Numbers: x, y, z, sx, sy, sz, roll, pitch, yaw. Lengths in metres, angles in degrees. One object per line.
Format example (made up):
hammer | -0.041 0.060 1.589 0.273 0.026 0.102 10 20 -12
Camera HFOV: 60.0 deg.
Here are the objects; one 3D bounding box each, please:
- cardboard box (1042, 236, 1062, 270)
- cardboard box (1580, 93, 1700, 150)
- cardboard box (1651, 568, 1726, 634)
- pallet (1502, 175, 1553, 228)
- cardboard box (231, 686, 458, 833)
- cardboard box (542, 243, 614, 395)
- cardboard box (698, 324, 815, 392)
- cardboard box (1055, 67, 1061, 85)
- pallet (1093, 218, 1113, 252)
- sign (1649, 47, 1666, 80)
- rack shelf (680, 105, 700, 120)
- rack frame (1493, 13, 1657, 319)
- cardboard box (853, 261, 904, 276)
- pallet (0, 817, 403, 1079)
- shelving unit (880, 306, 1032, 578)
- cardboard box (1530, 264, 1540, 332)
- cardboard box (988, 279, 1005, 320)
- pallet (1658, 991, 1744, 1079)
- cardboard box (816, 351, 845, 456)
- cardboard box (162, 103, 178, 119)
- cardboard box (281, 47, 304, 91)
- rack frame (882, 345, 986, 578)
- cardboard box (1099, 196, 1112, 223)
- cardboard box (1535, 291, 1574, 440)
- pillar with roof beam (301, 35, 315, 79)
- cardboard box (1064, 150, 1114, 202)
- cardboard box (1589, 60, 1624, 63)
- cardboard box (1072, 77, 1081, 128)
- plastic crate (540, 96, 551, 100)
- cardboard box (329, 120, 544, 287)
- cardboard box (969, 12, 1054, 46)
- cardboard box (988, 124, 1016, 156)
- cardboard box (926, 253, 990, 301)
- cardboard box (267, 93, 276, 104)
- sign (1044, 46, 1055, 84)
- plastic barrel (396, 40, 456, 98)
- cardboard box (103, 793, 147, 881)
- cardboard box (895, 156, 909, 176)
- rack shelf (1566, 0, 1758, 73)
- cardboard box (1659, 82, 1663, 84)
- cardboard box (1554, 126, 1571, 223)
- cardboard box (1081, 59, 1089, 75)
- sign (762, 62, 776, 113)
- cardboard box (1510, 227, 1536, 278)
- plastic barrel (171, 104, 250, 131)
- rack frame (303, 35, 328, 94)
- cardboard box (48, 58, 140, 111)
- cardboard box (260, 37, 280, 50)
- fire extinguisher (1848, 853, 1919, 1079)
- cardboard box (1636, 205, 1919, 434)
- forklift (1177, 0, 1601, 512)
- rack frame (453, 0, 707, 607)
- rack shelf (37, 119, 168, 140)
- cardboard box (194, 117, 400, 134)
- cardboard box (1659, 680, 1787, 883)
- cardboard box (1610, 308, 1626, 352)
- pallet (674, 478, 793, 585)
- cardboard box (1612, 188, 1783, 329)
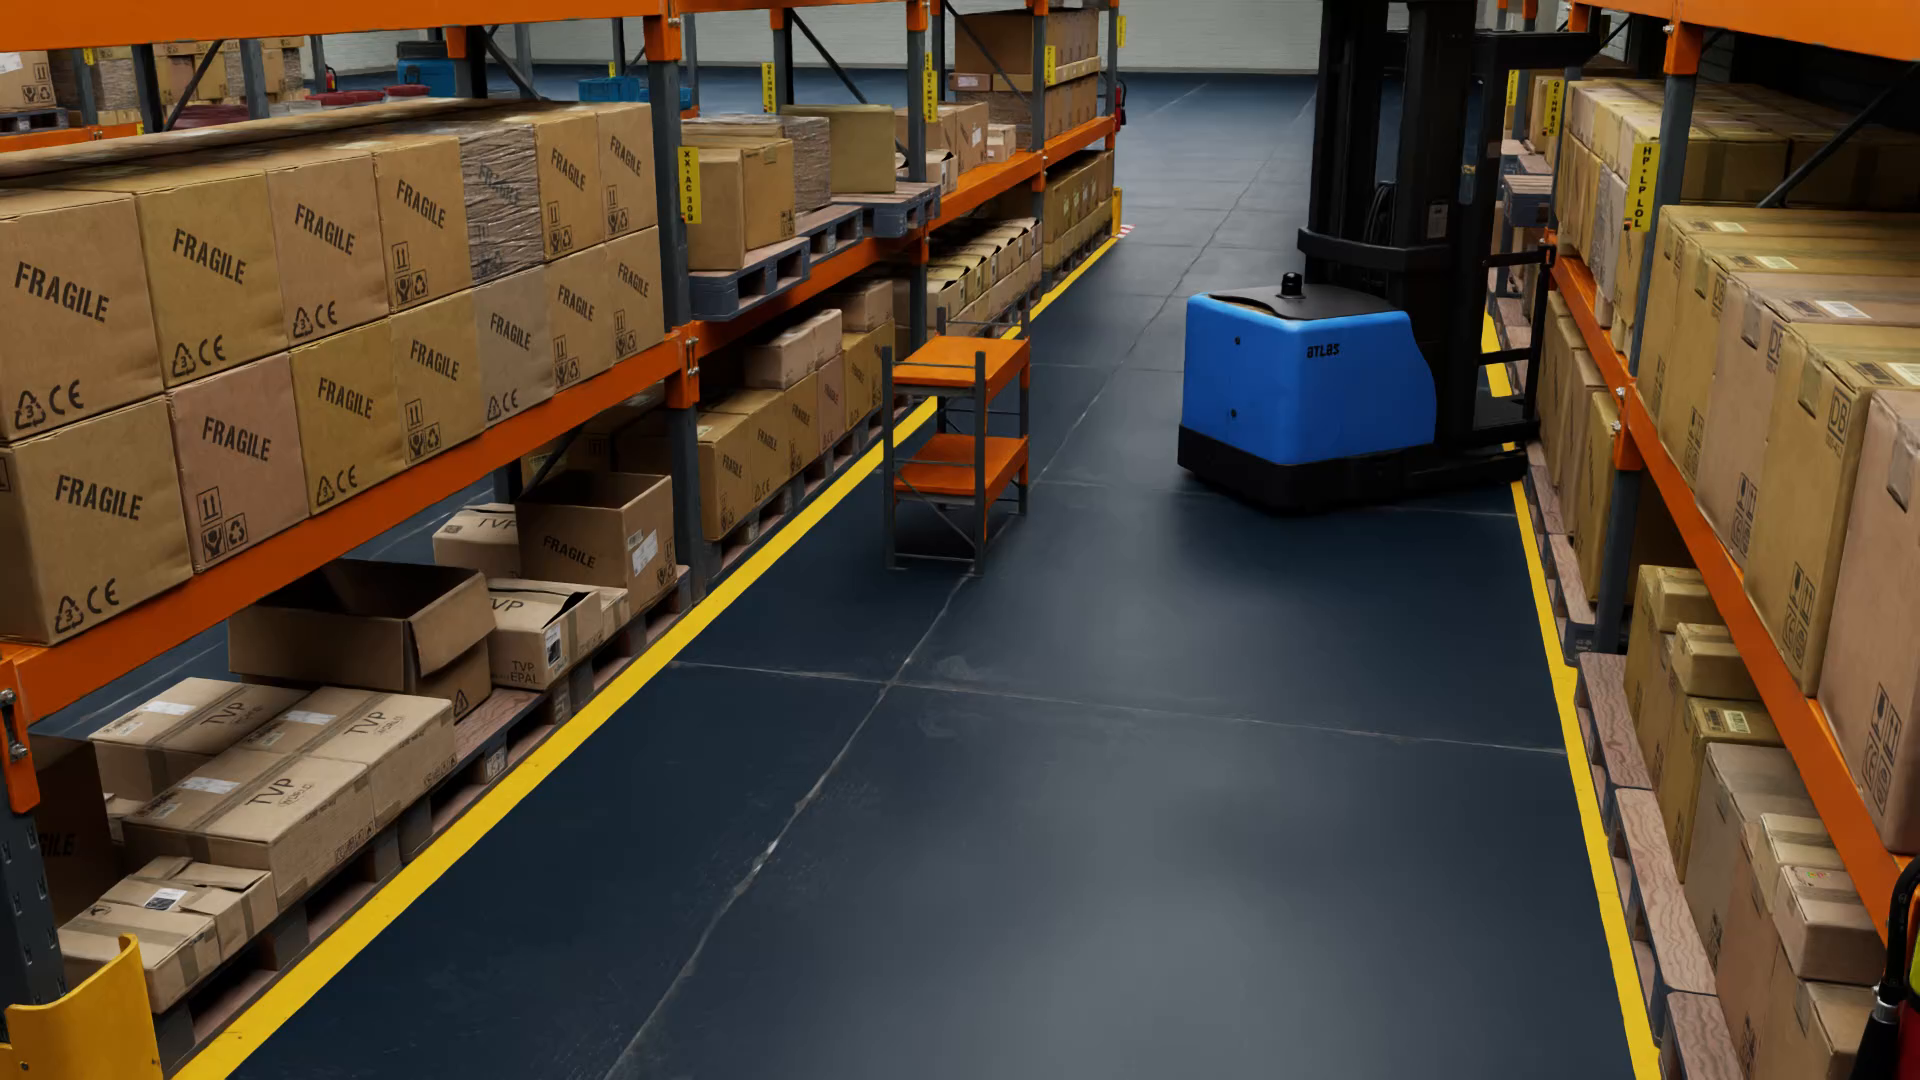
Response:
cardboard box | 0.659 -2.694 15.538 0.500 0.250 0.500 5 19 13
cardboard box | 3.469 -2.136 8.495 0.500 0.250 0.500 5 19 14
cardboard box | 2.559 0.219 5.620 0.380 0.149 0.250 5 20 15
pallet | 4.150 -2.172 10.703 1.213 0.211 1.003 5 19 13
cardboard box | -2.028 0.718 5.519 0.500 0.250 0.500 5 19 13
cardboard box | -1.701 -0.876 6.457 0.500 0.500 0.500 5 20 15
cardboard box | -1.104 -0.993 8.982 0.500 0.250 0.500 5 19 13
cardboard box | 0.754 -4.418 15.825 0.380 0.149 0.250 4 19 12
pallet | 1.083 -3.366 18.216 1.003 0.211 1.213 5 19 13
sign | 5.595 -3.790 13.352 0.100 0.325 0.005 5 19 13
rack shelf | -4.062 -4.354 17.906 1.077 0.370 4.000 5 19 13
rack frame | 5.056 -3.285 13.664 1.000 3.000 0.127 5 19 13
cardboard box | -0.716 -1.931 12.437 0.500 0.311 0.500 4 19 13
pallet | -2.468 1.132 5.047 1.003 0.211 1.213 5 19 13
shelving unit | -0.002 -0.530 8.500 0.538 1.125 1.048 5 19 13
cardboard box | 4.651 -1.756 12.373 0.700 0.500 0.500 5 19 14
cardboard box | 0.056 -1.941 13.335 0.500 0.250 0.500 5 20 14
pallet | 2.244 1.539 3.855 1.003 0.211 1.213 5 19 13
cardboard box | -0.975 -0.808 9.598 0.500 0.500 0.500 4 19 11
cardboard box | -8.748 -4.695 18.182 0.380 0.149 0.250 5 19 13
cardboard box | -8.537 -5.730 20.208 0.875 0.500 0.500 5 19 13
rack frame | -0.126 -0.371 8.033 0.500 1.125 0.032 5 19 13
cardboard box | 1.385 -3.635 18.293 0.500 0.250 0.500 5 19 13
cardboard box | 3.772 -0.992 9.629 0.750 0.750 0.750 4 19 13
pillar with roof beam | -13.806 -16.760 43.834 9.100 9.000 0.400 5 19 13
cardboard box | 1.387 -3.989 18.171 0.500 0.500 0.500 5 19 13
cardboard box | 5.631 -4.027 14.877 0.500 0.500 0.500 5 20 15
cardboard box | 0.852 -4.511 17.098 0.700 0.500 0.500 5 19 14
plastic crate | -4.299 -4.192 16.416 0.767 0.338 0.504 5 19 13
cardboard box | -1.821 -1.190 5.830 0.500 0.500 0.500 5 19 14
cardboard box | 0.476 -4.634 15.453 0.700 0.500 0.500 5 19 13
cardboard box | 0.174 -3.446 14.368 0.500 0.250 0.500 6 20 17
cardboard box | -0.066 -2.050 12.786 0.500 0.311 0.500 4 19 12
cardboard box | -8.394 -5.250 19.805 0.380 0.149 0.250 5 19 13
sign | 0.780 -4.146 14.515 0.100 0.325 0.005 5 19 13
plastic barrel | -4.939 -4.207 15.589 0.600 0.901 0.708 5 19 13
cardboard box | -2.600 0.909 5.088 0.380 0.166 0.250 5 19 13
cardboard box | -0.594 -2.490 11.474 0.500 0.311 0.500 6 20 17
rack shelf | 3.590 -2.483 7.790 1.077 0.370 4.000 5 19 13
cardboard box | 4.134 -2.704 10.125 0.380 0.149 0.250 2 19 6
cardboard box | 3.712 -2.097 9.540 0.500 0.500 0.500 5 20 15
cardboard box | 1.132 -4.907 17.255 0.380 0.149 0.250 5 19 14
sign | -1.265 -3.012 11.074 0.100 0.325 0.005 5 19 13
cardboard box | 5.271 -2.639 14.959 0.500 0.500 0.500 3 19 9
plastic barrel | -5.708 -3.047 12.758 0.600 0.536 0.708 5 19 13
rack frame | -8.376 -5.712 20.771 1.000 3.000 0.127 5 19 13
cardboard box | -9.184 -4.783 17.434 0.875 0.500 0.500 5 19 13
cardboard box | -8.387 -6.024 19.523 0.500 0.500 0.500 5 19 13
fire extinguisher | 1.640 0.700 2.694 0.296 0.674 0.183 5 19 13
cardboard box | 2.953 -0.751 5.781 0.980 0.700 0.700 5 19 14
forklift | 2.829 -1.853 9.578 3.031 2.935 1.130 -9 21 -25
rack frame | -1.703 -1.167 7.465 1.000 3.000 0.127 5 19 13
rack shelf | -8.865 -4.745 19.052 1.077 0.370 4.000 5 19 13
cardboard box | -2.343 -1.240 5.975 0.500 0.500 0.500 4 19 12
cardboard box | 2.566 0.751 5.066 0.700 0.500 0.500 5 20 15
cardboard box | 2.948 -0.877 6.973 0.380 0.149 0.250 5 19 14
pallet | -1.541 -0.106 8.671 1.003 0.211 1.213 5 19 13
cardboard box | 2.970 -1.140 6.737 0.500 0.500 0.500 4 19 13
